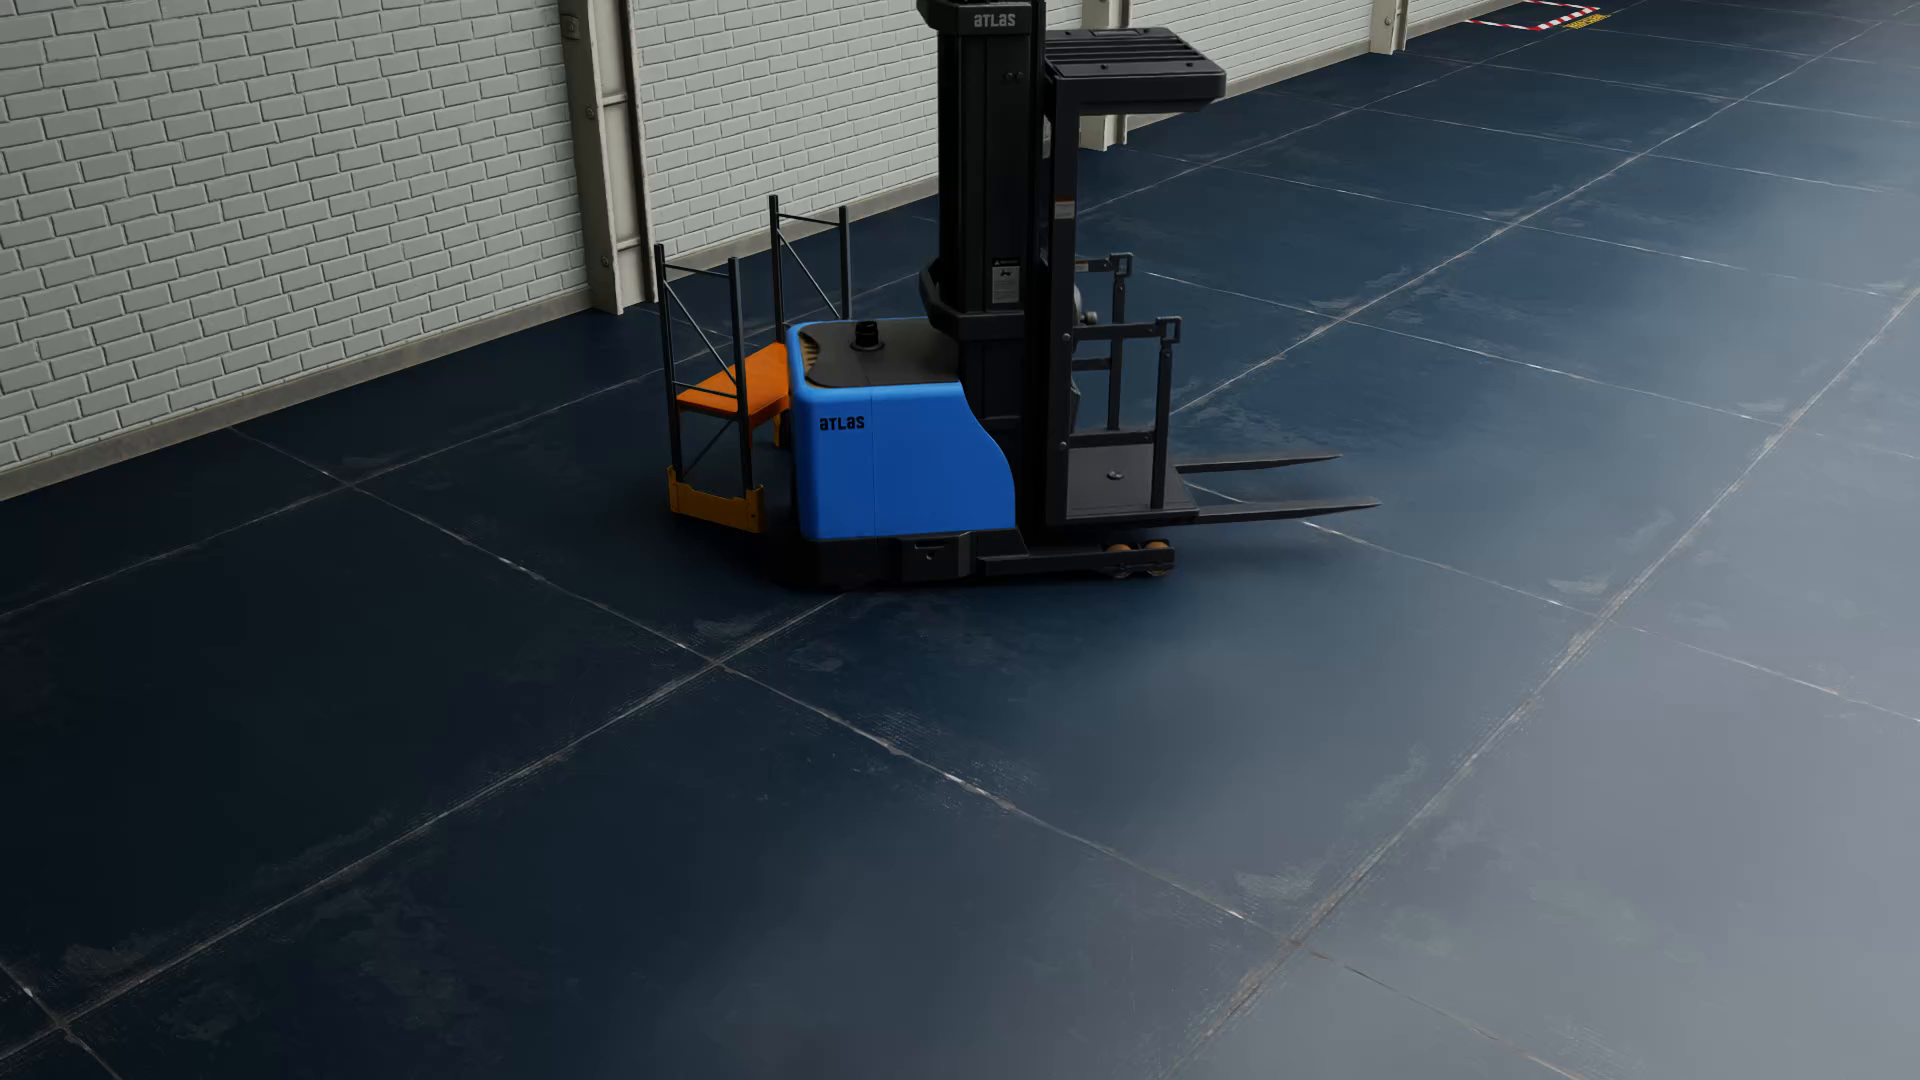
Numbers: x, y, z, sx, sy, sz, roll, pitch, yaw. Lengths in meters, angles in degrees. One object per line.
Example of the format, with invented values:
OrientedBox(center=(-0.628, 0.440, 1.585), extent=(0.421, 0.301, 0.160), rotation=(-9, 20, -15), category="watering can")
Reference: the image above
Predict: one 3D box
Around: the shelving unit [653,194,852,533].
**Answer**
OrientedBox(center=(-1.067, -0.979, 9.011), extent=(0.587, 1.500, 1.083), rotation=(14, 31, 25), category="shelving unit")

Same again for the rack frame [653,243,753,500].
OrientedBox(center=(-1.315, -0.771, 8.608), extent=(0.500, 1.500, 0.032), rotation=(14, 31, 25), category="rack frame")

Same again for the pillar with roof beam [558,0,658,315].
OrientedBox(center=(0.890, -4.457, 7.572), extent=(9.100, 9.000, 0.400), rotation=(21, 34, 34), category="pillar with roof beam")

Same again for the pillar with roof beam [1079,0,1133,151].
OrientedBox(center=(4.706, -6.585, 11.684), extent=(9.100, 9.000, 0.400), rotation=(21, 34, 34), category="pillar with roof beam")

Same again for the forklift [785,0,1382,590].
OrientedBox(center=(0.647, -1.348, 8.167), extent=(3.031, 2.935, 1.130), rotation=(-4, 28, -7), category="forklift")

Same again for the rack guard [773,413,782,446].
OrientedBox(center=(-0.828, -0.625, 9.686), extent=(0.587, 0.250, 0.087), rotation=(14, 31, 25), category="rack guard")

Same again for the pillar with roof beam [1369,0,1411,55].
OrientedBox(center=(8.523, -8.712, 15.797), extent=(9.100, 9.000, 0.400), rotation=(21, 34, 34), category="pillar with roof beam")

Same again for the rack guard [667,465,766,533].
OrientedBox(center=(-1.306, -0.223, 8.910), extent=(0.587, 0.250, 0.087), rotation=(14, 31, 25), category="rack guard")

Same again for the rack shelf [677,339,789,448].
OrientedBox(center=(-1.071, -0.816, 9.086), extent=(0.538, 0.185, 1.000), rotation=(14, 31, 25), category="rack shelf")

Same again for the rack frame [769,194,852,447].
OrientedBox(center=(-0.827, -1.181, 9.400), extent=(0.500, 1.500, 0.032), rotation=(14, 31, 25), category="rack frame")
